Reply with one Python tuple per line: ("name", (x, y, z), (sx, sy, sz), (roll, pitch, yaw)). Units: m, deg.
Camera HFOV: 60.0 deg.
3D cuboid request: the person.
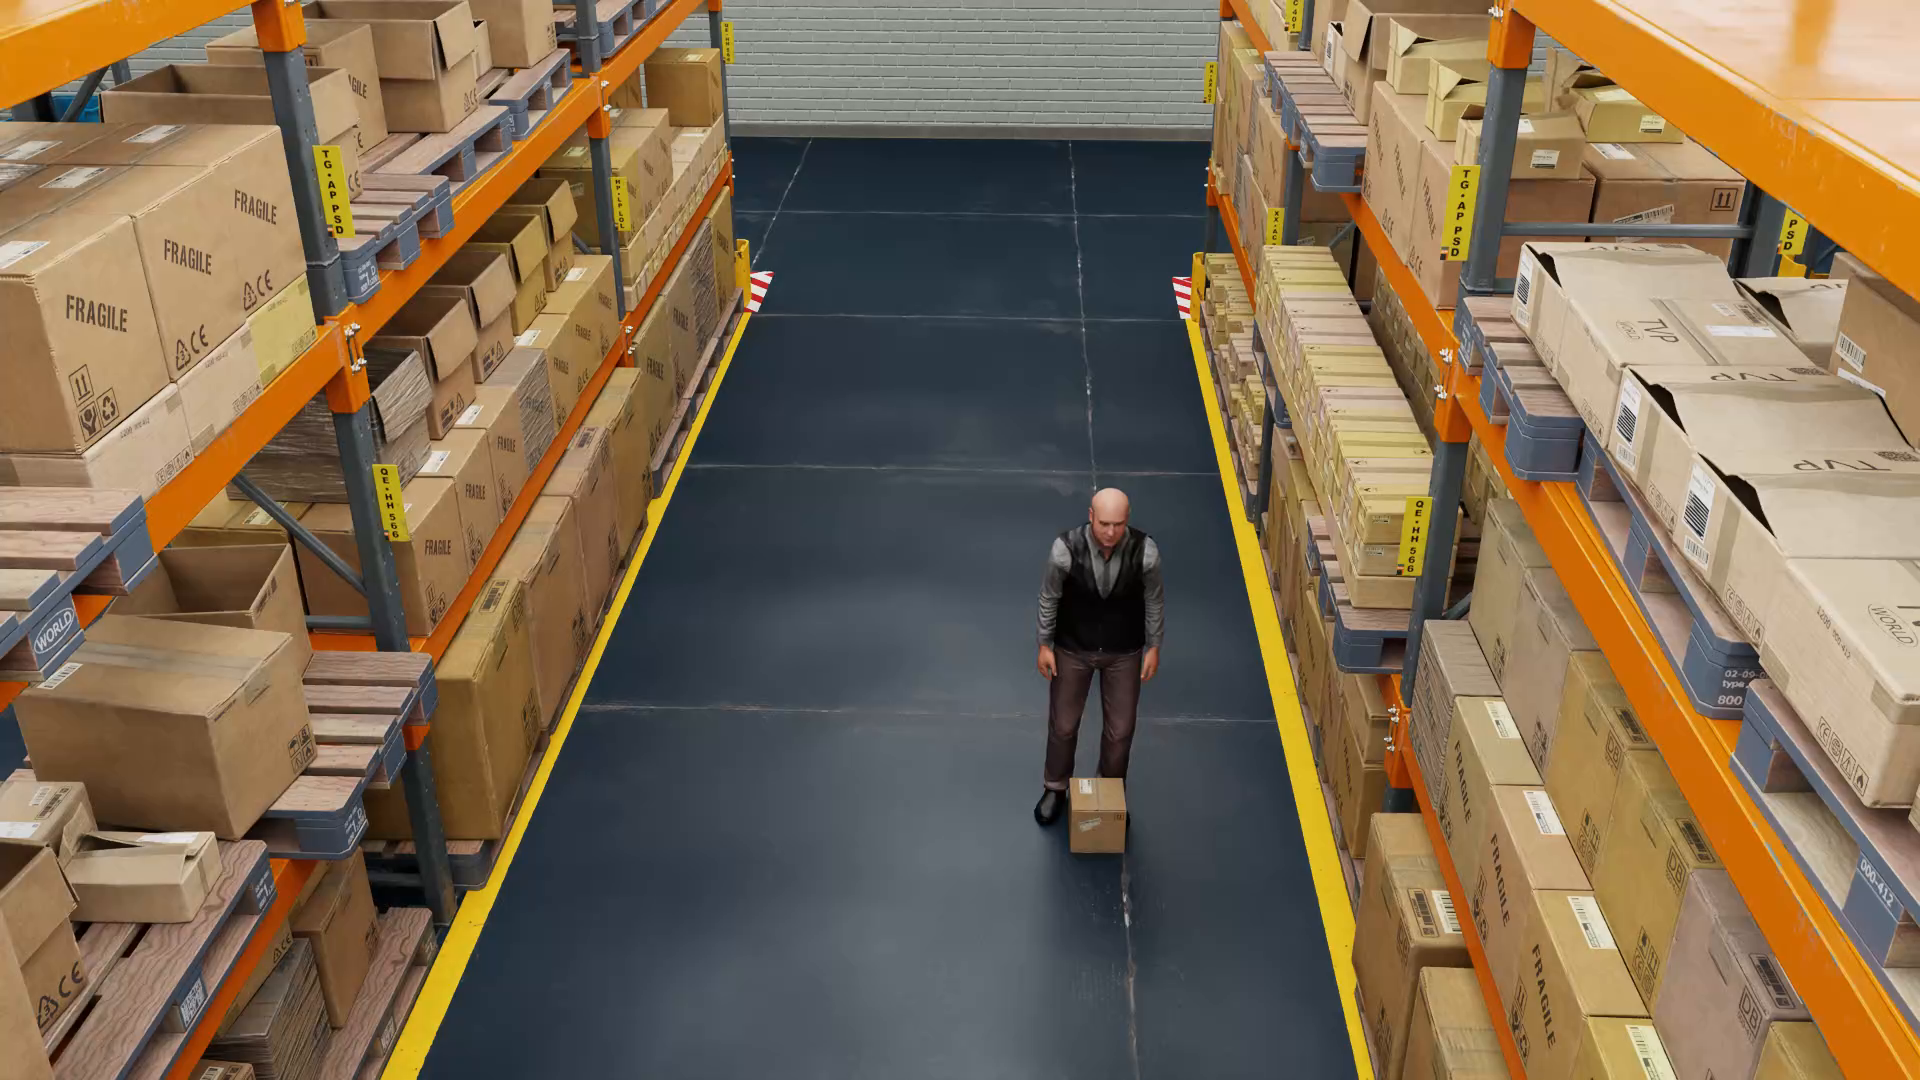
("person", (0.640, 0.518, 7.663), (0.582, 1.721, 0.461), (1, 28, 1))
